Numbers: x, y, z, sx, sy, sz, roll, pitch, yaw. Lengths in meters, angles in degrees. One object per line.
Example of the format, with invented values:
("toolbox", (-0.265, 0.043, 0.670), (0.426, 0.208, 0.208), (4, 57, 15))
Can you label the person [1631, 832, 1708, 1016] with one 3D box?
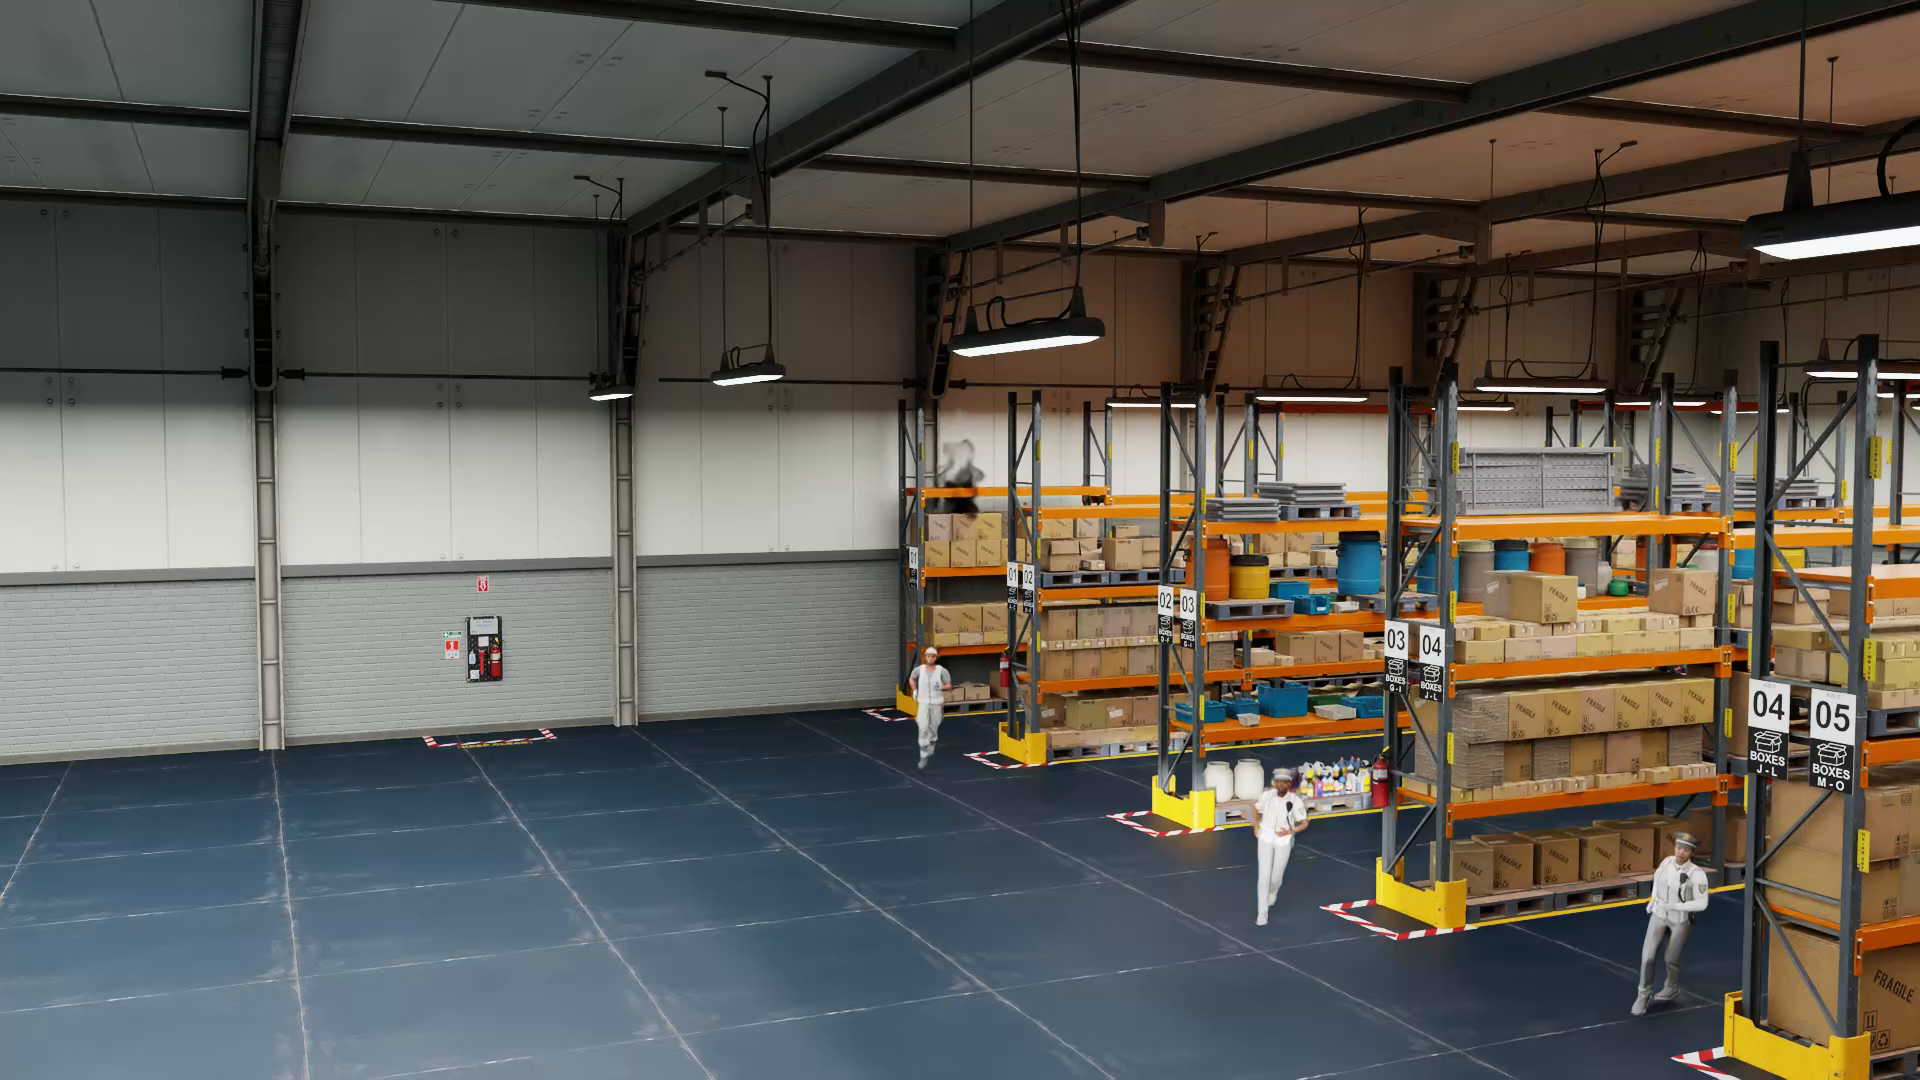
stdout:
("person", (6.470, 3.464, 15.012), (0.601, 1.724, 0.673), (3, 5, 44))

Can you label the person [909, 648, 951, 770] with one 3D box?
("person", (-0.462, 2.594, 25.896), (0.648, 1.851, 0.734), (0, 3, -2))

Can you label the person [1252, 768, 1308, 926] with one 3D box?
("person", (3.468, 3.295, 18.078), (0.618, 1.694, 0.768), (1, 4, 19))

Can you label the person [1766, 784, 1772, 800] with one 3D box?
("person", (11.066, 2.985, 22.447), (0.604, 1.722, 0.655), (-2, 4, -27))
